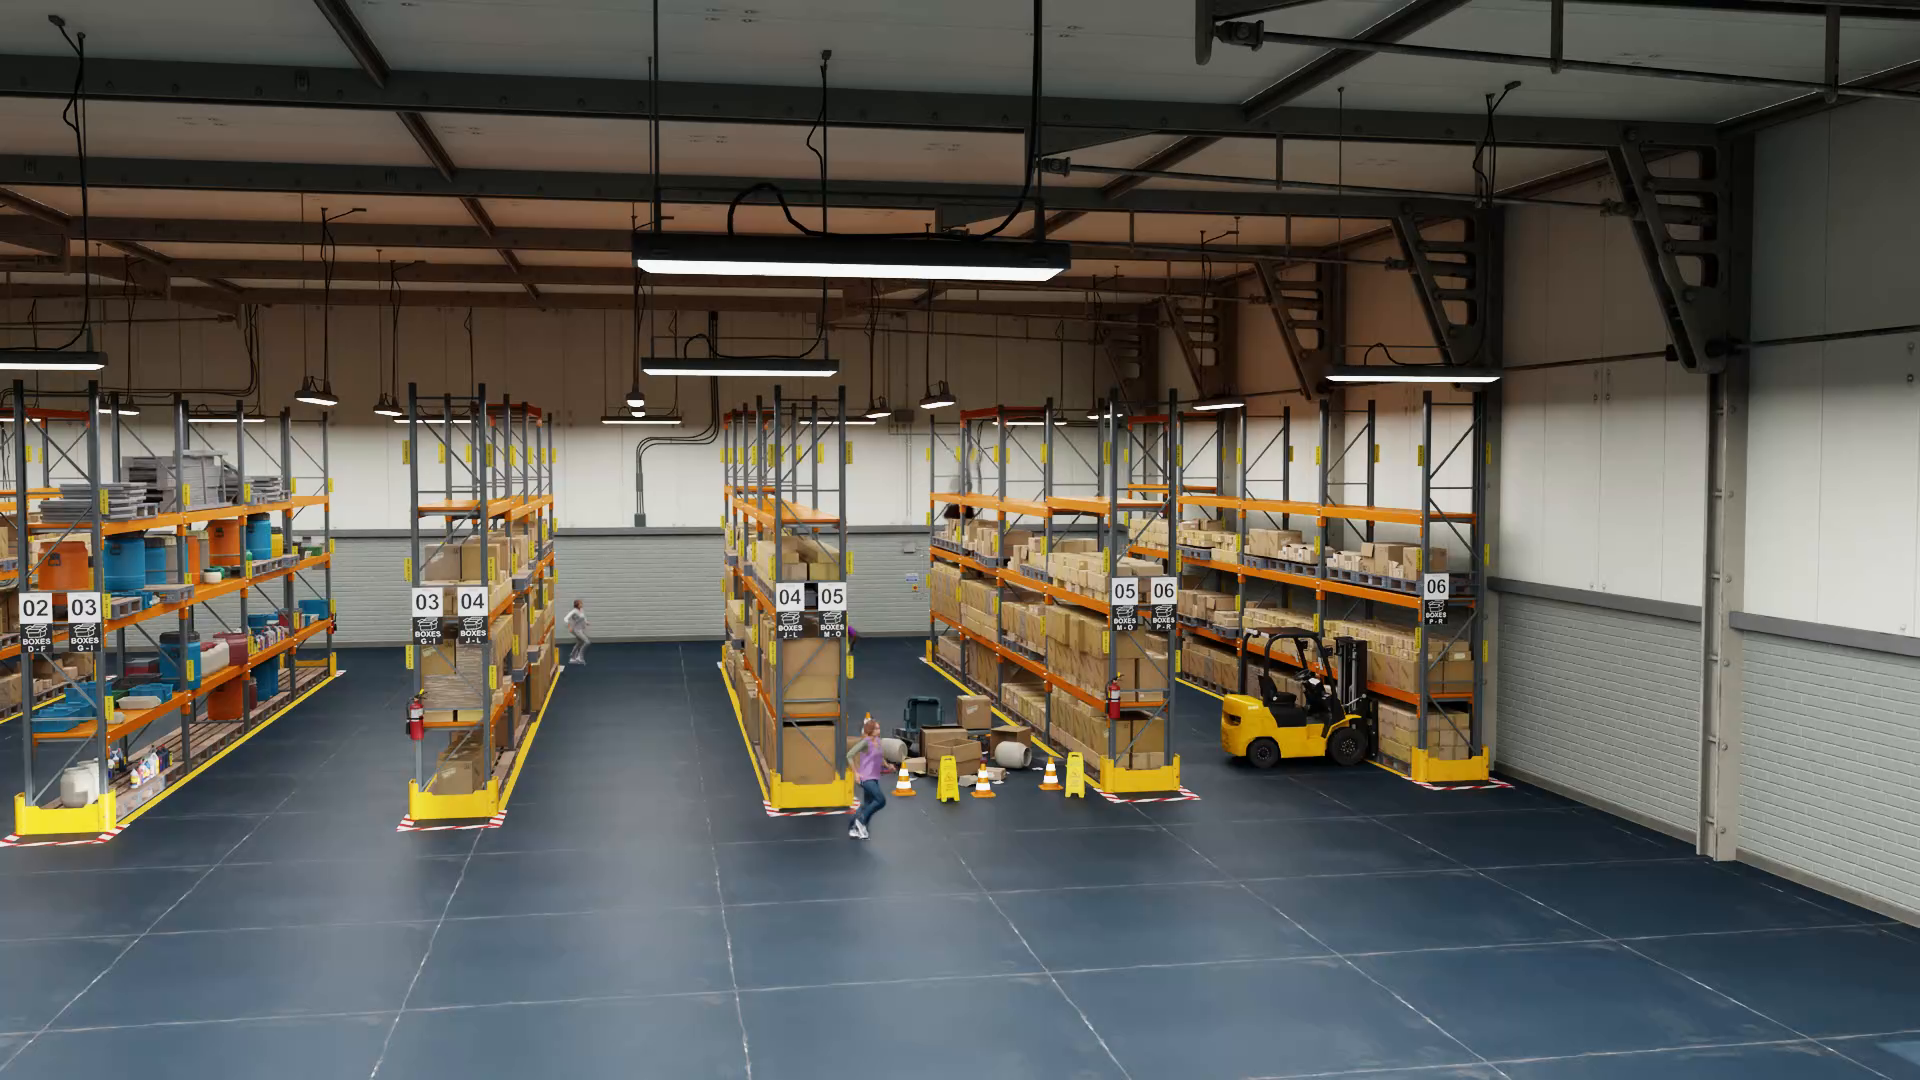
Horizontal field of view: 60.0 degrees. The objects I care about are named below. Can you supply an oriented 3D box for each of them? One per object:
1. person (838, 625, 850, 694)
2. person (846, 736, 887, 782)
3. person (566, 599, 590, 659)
[{"bbox_3d":[-2.515,2.376,34.598,0.450,1.807,0.494,-1,3,-11],"label":"person"},{"bbox_3d":[-1.200,2.840,21.608,0.393,0.581,0.508,1,3,24],"label":"person"},{"bbox_3d":[-9.142,2.135,39.724,0.598,1.454,0.566,1,3,13],"label":"person"}]
